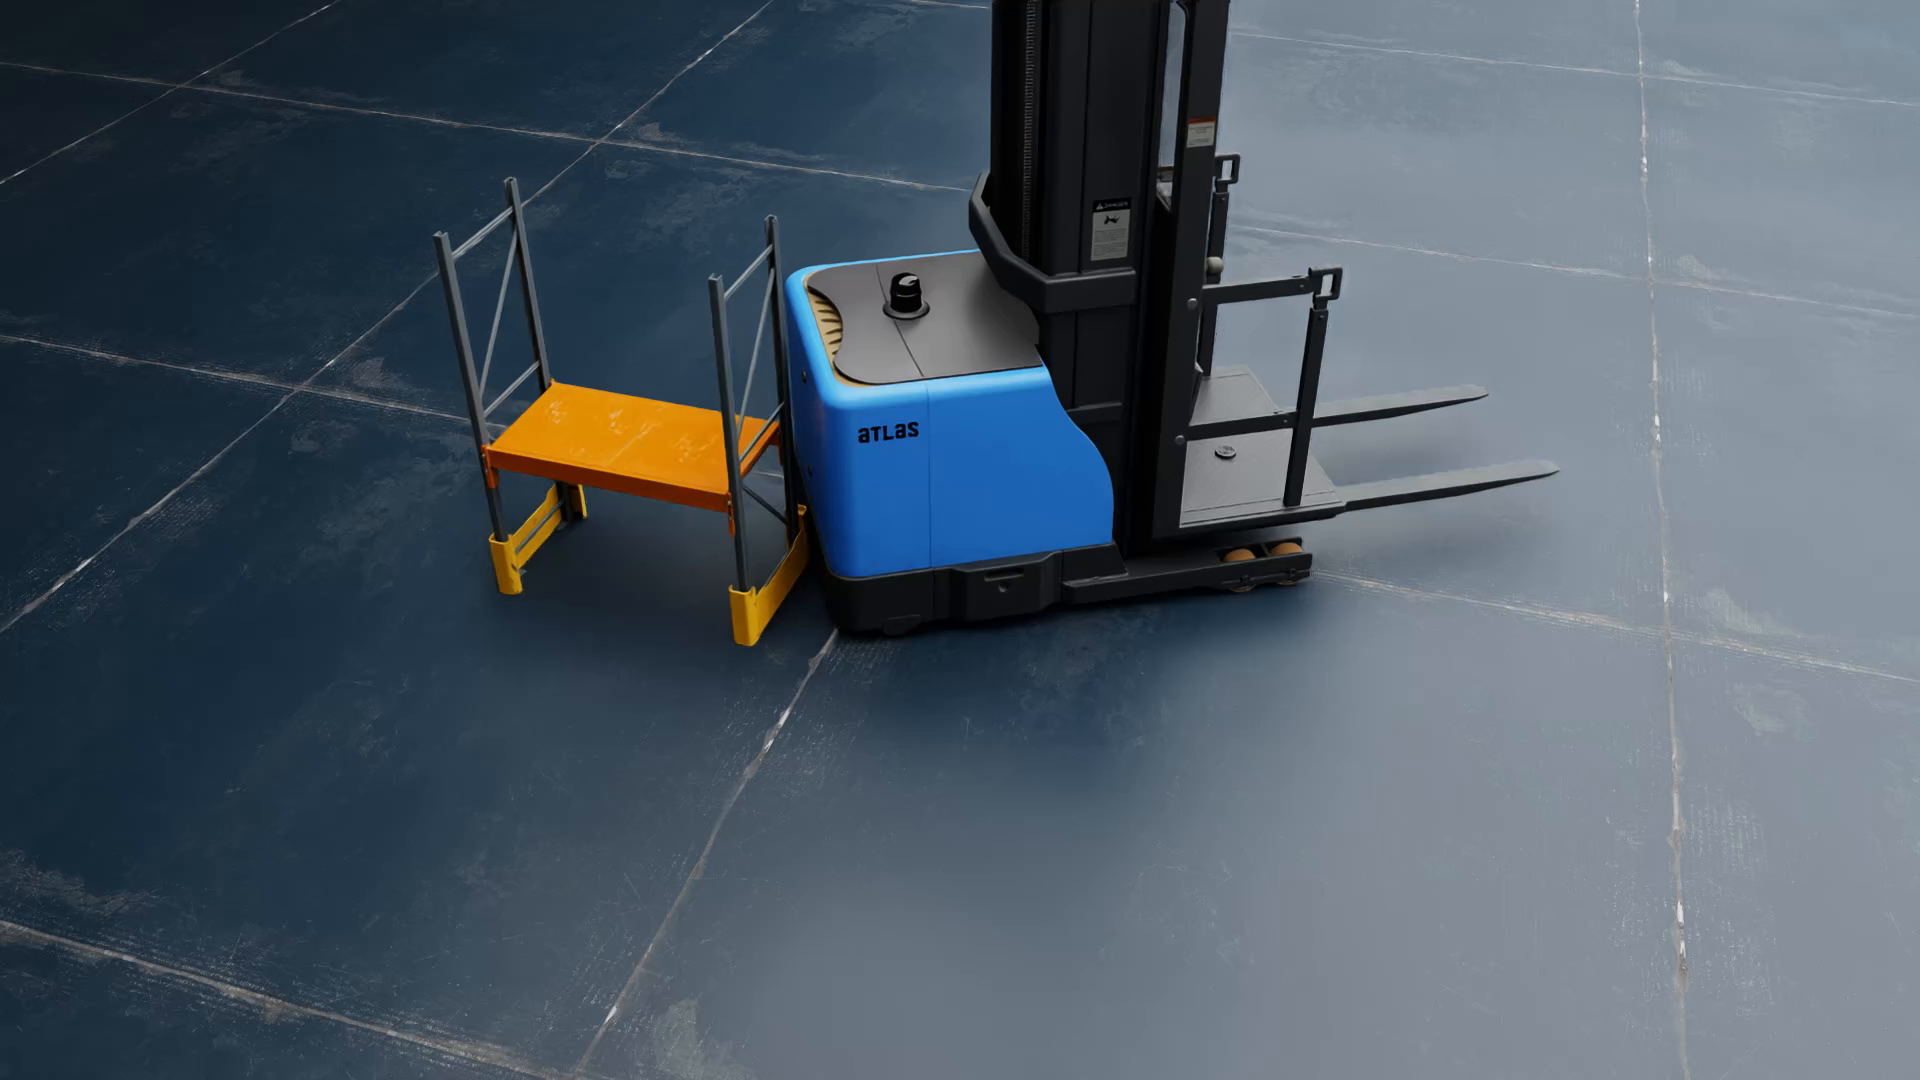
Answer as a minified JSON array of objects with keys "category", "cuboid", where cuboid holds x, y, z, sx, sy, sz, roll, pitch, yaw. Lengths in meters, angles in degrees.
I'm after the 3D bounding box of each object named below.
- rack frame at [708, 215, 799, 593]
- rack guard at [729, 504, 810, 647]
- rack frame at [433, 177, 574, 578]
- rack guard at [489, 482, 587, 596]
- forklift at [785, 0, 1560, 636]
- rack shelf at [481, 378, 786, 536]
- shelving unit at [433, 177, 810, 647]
[{"category":"rack frame","cuboid":[-0.722,-0.376,5.995,0.032,1.500,0.500,11,38,14]},{"category":"rack guard","cuboid":[-0.723,0.128,6.366,0.087,0.250,0.587,11,38,14]},{"category":"rack frame","cuboid":[-1.689,-0.561,6.247,0.032,1.500,0.500,11,38,14]},{"category":"rack guard","cuboid":[-1.671,-0.054,6.613,0.087,0.250,0.587,11,38,14]},{"category":"forklift","cuboid":[0.892,-1.276,6.010,3.031,2.935,1.130,-8,37,-10]},{"category":"rack shelf","cuboid":[-1.205,-0.323,6.228,1.000,0.185,0.538,11,38,14]},{"category":"shelving unit","cuboid":[-1.197,-0.467,6.119,1.083,1.500,0.587,11,38,14]}]
